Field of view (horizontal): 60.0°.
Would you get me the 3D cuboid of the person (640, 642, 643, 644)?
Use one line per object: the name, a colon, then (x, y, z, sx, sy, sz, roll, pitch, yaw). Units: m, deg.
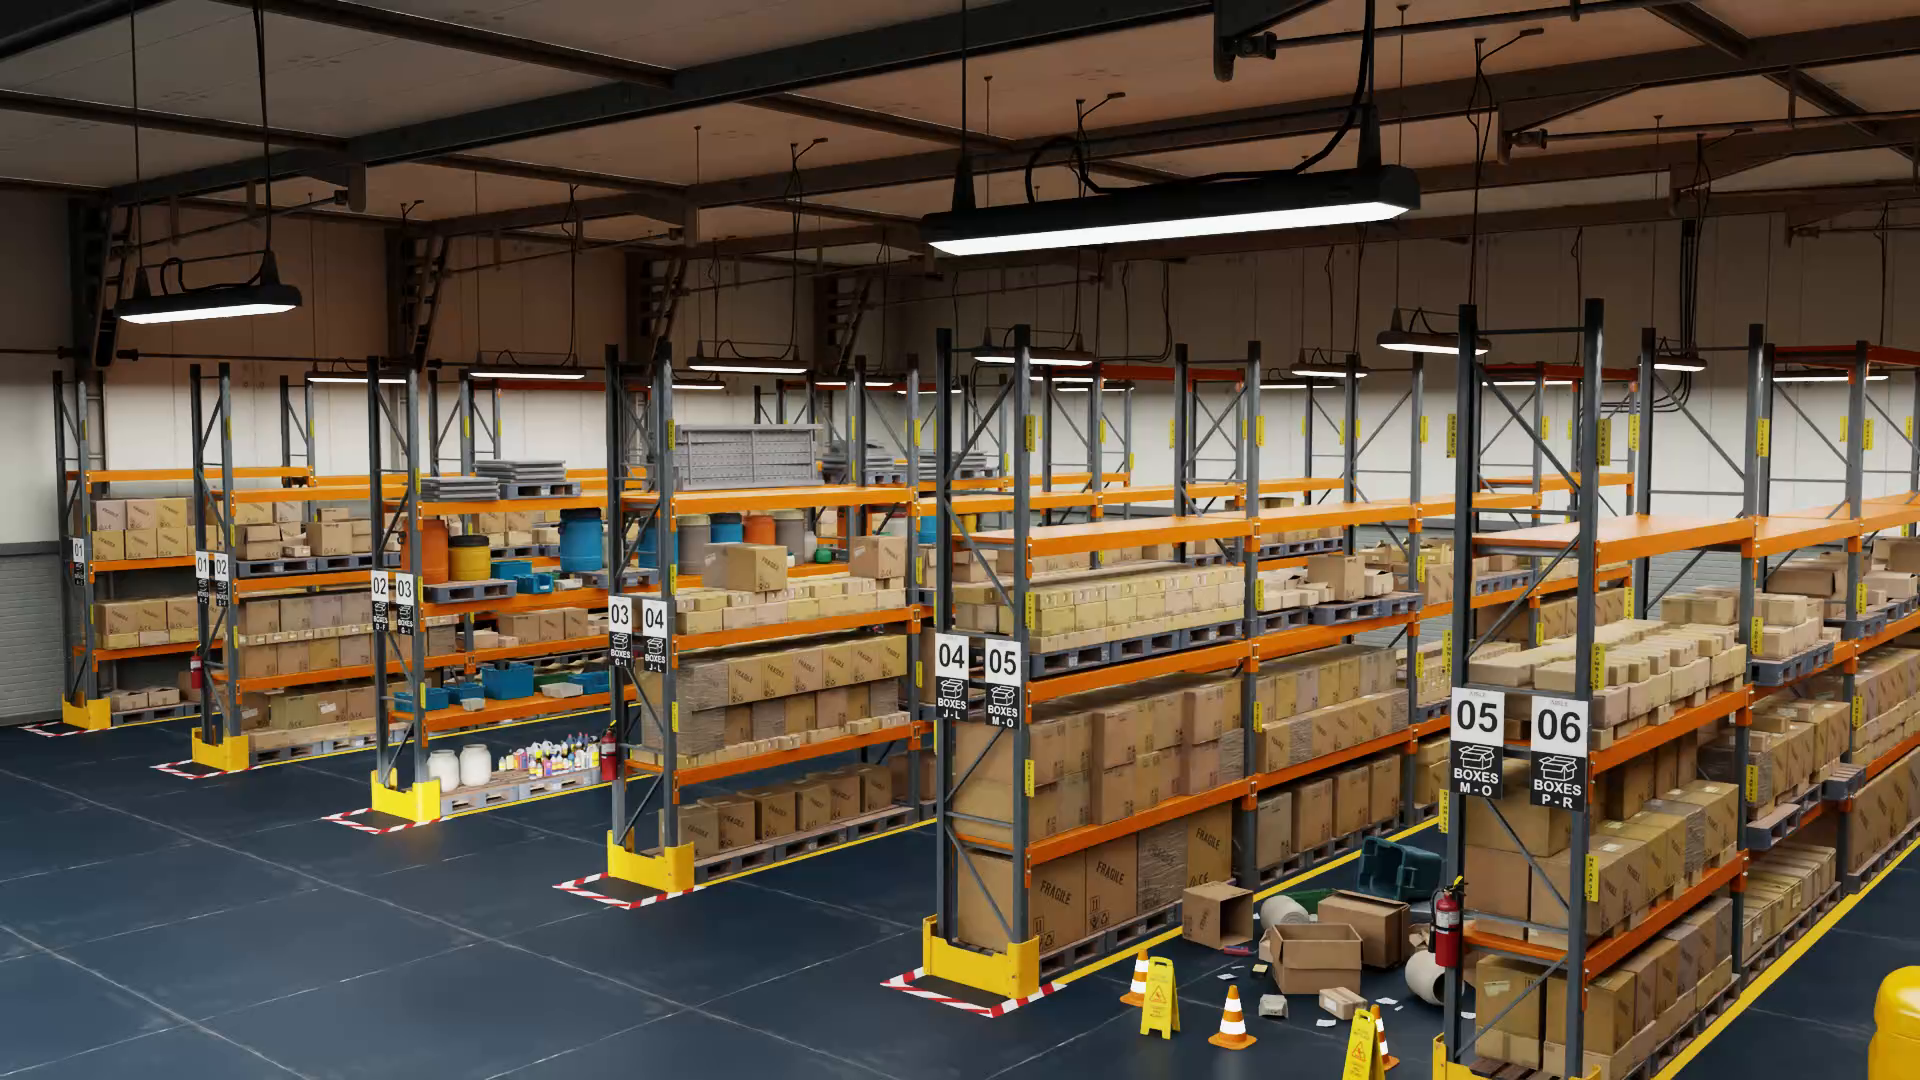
person: (-6.815, 1.876, 34.832, 0.587, 1.603, 0.532, -2, 4, -23)
